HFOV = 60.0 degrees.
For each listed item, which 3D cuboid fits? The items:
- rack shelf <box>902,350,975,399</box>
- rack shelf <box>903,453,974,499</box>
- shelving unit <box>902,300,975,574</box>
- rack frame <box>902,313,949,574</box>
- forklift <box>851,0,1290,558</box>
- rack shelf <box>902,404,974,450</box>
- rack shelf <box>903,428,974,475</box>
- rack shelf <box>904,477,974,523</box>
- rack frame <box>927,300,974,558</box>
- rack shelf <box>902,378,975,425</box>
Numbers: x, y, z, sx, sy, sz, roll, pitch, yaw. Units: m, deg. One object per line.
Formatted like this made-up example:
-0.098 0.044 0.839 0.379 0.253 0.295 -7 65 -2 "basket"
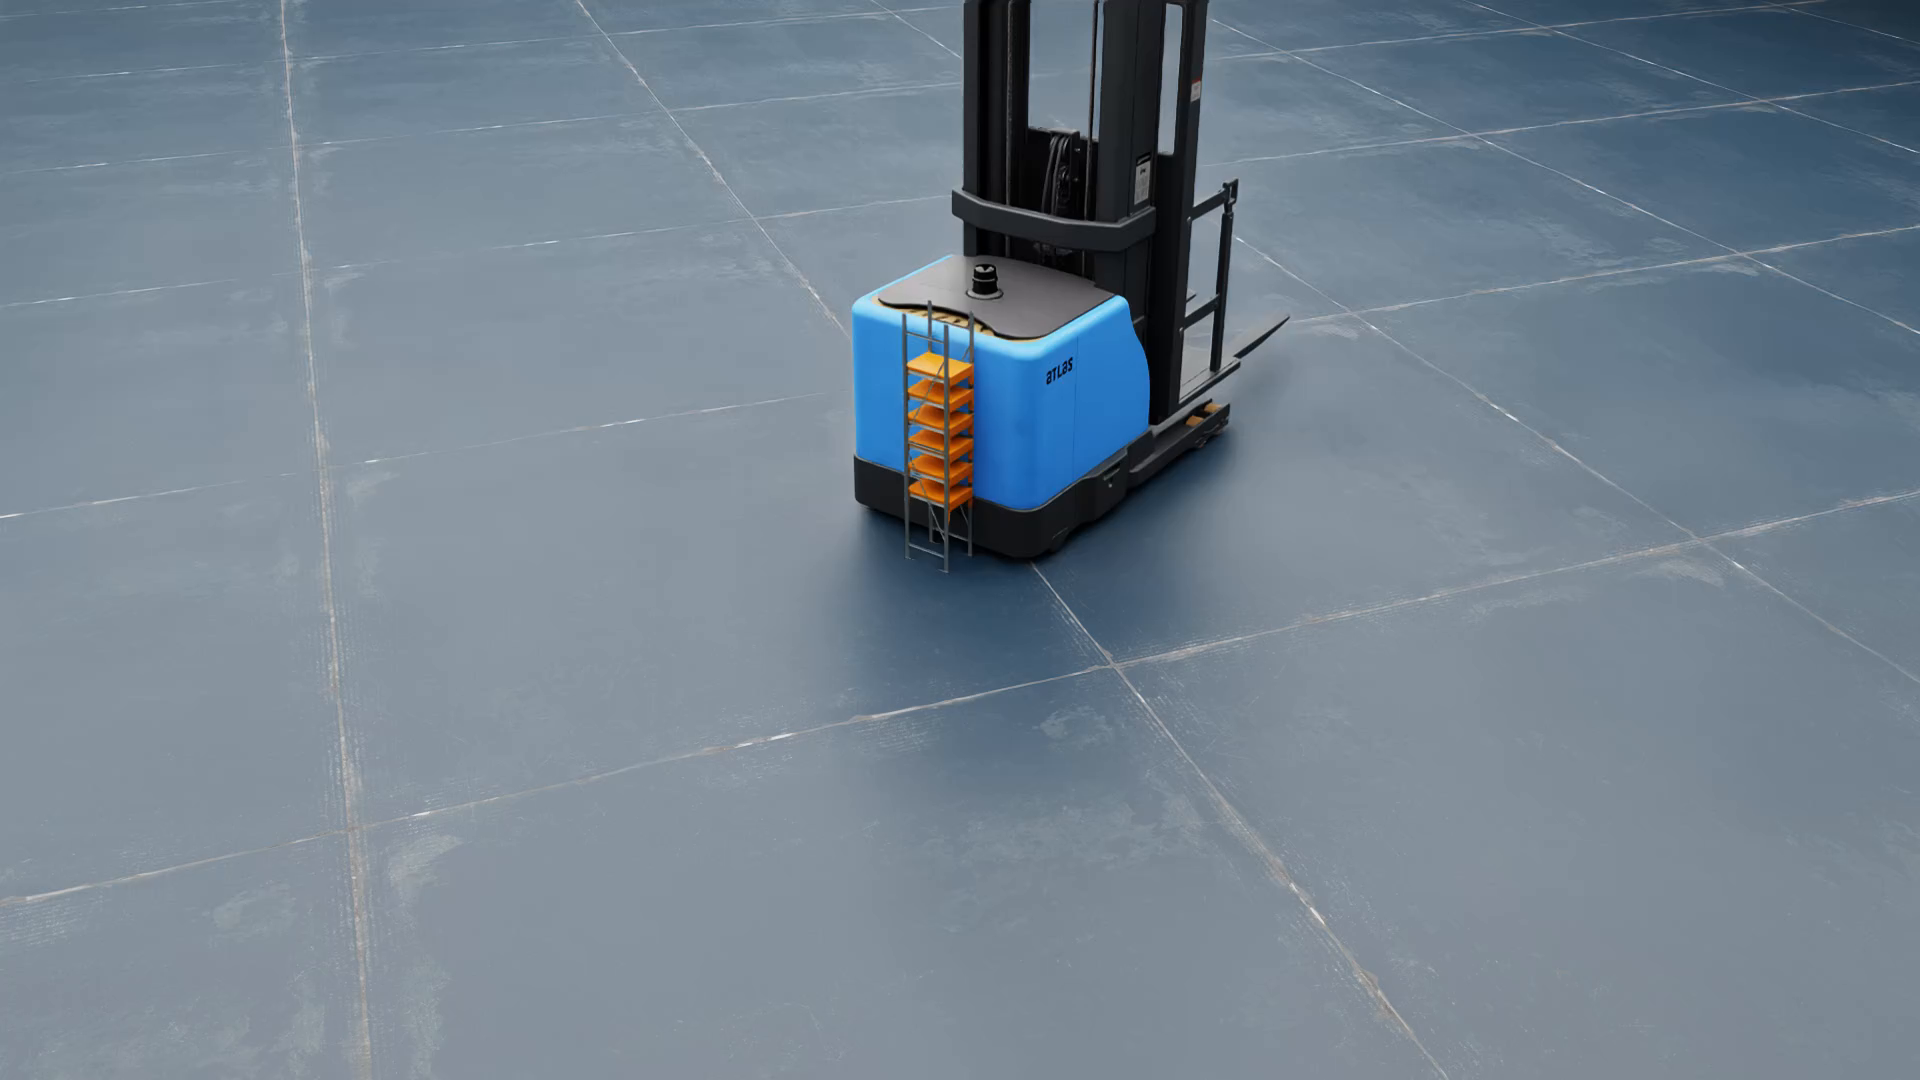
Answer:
-0.094 -0.712 7.150 0.258 0.103 0.180 19 35 30 "rack shelf"
-0.095 -0.296 7.389 0.258 0.103 0.180 19 35 30 "rack shelf"
-0.095 -0.439 7.307 0.258 1.200 0.189 19 35 30 "shelving unit"
-0.147 -0.402 7.242 0.240 1.200 0.006 19 35 30 "rack frame"
0.758 -1.870 8.071 1.130 2.935 3.031 19 35 30 "forklift"
-0.094 -0.504 7.269 0.258 0.103 0.180 19 35 30 "rack shelf"
-0.095 -0.400 7.329 0.258 0.103 0.180 19 35 30 "rack shelf"
-0.095 -0.192 7.448 0.258 0.103 0.180 19 35 30 "rack shelf"
-0.042 -0.476 7.372 0.240 1.200 0.006 19 35 30 "rack frame"
-0.094 -0.608 7.210 0.258 0.103 0.180 19 35 30 "rack shelf"
